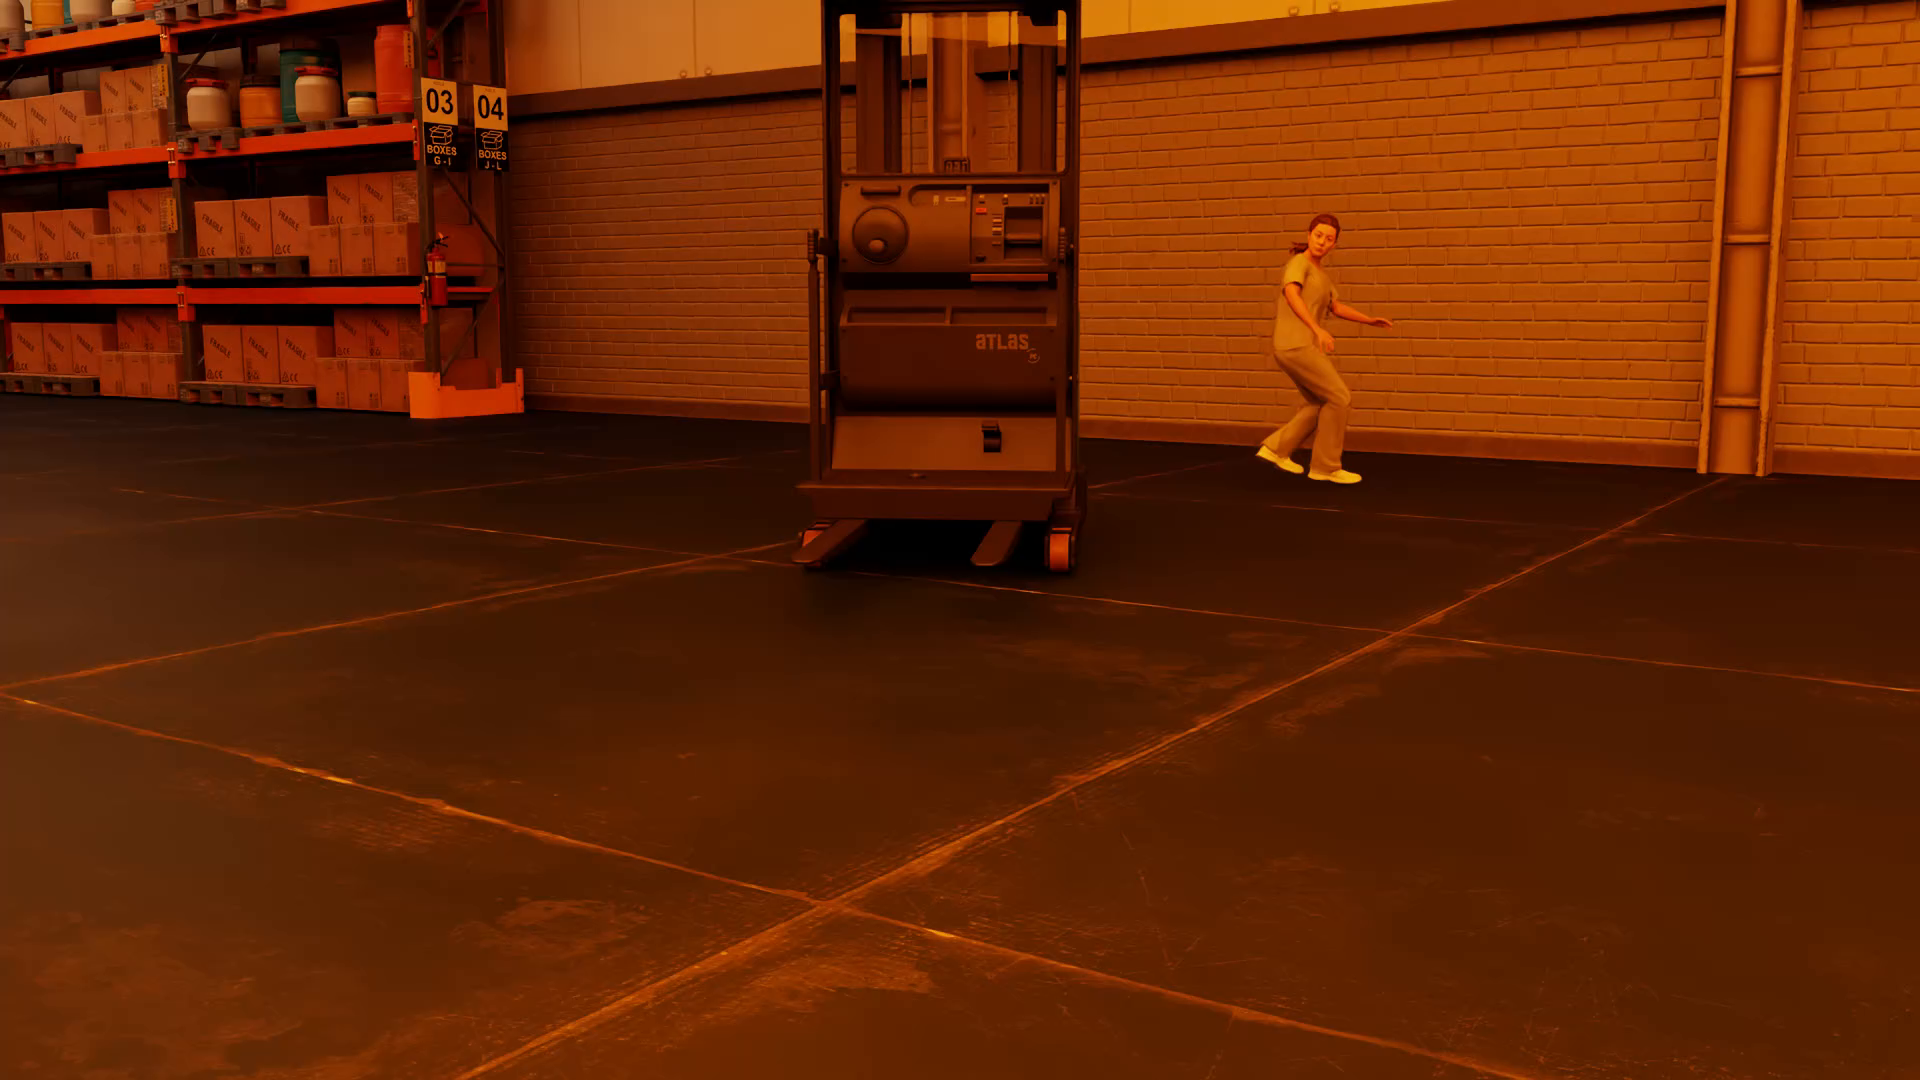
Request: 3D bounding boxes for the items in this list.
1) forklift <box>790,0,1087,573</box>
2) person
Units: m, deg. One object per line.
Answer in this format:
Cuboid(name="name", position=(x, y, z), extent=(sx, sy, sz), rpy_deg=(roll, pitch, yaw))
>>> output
Cuboid(name="forklift", position=(-0.064, -1.366, 6.796), extent=(1.130, 2.935, 3.031), rpy_deg=(1, 8, 6))
Cuboid(name="person", position=(2.116, -1.100, 9.631), extent=(0.764, 1.553, 0.753), rpy_deg=(2, 8, 14))
